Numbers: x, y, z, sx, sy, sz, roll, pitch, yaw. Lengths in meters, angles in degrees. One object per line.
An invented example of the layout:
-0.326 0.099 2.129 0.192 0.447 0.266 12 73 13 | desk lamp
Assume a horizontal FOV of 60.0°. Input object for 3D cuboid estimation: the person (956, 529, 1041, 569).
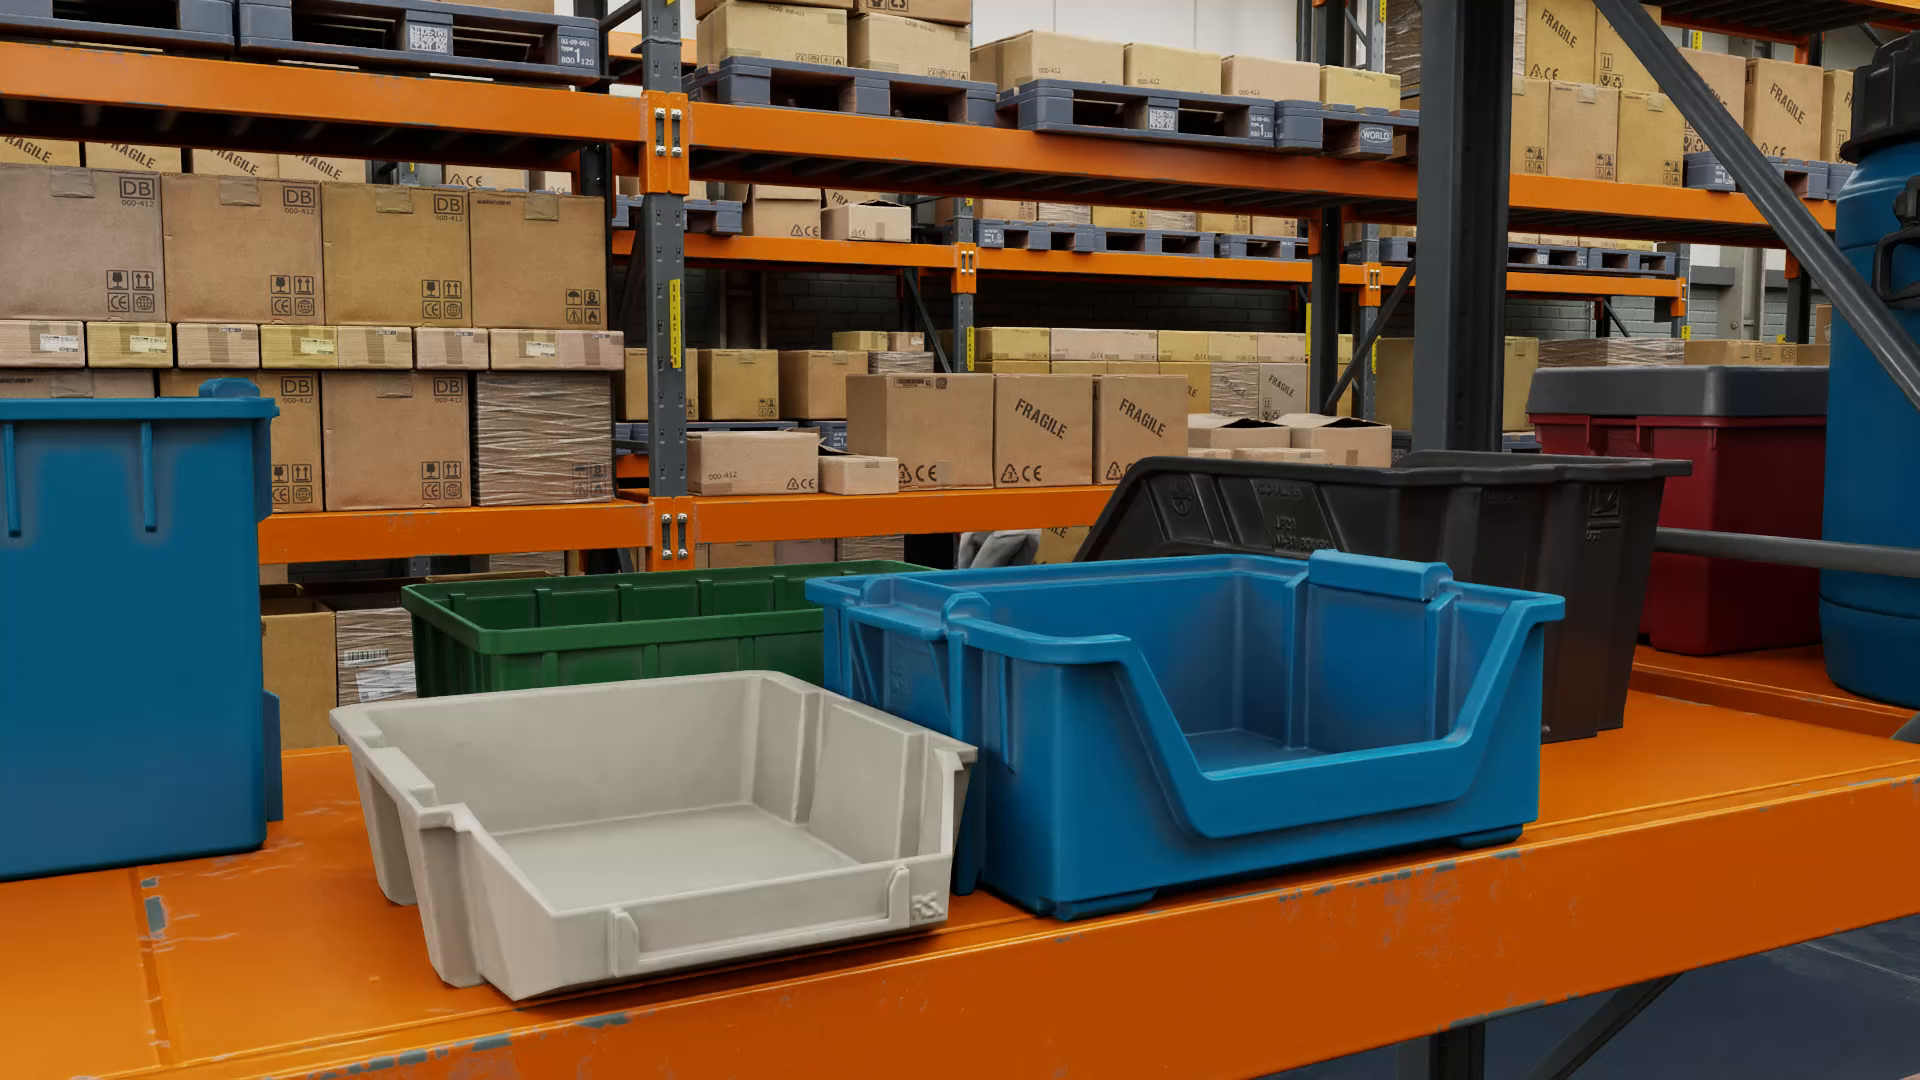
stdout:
0.216 0.223 11.340 0.445 0.986 0.863 -3 6 -31 | person
